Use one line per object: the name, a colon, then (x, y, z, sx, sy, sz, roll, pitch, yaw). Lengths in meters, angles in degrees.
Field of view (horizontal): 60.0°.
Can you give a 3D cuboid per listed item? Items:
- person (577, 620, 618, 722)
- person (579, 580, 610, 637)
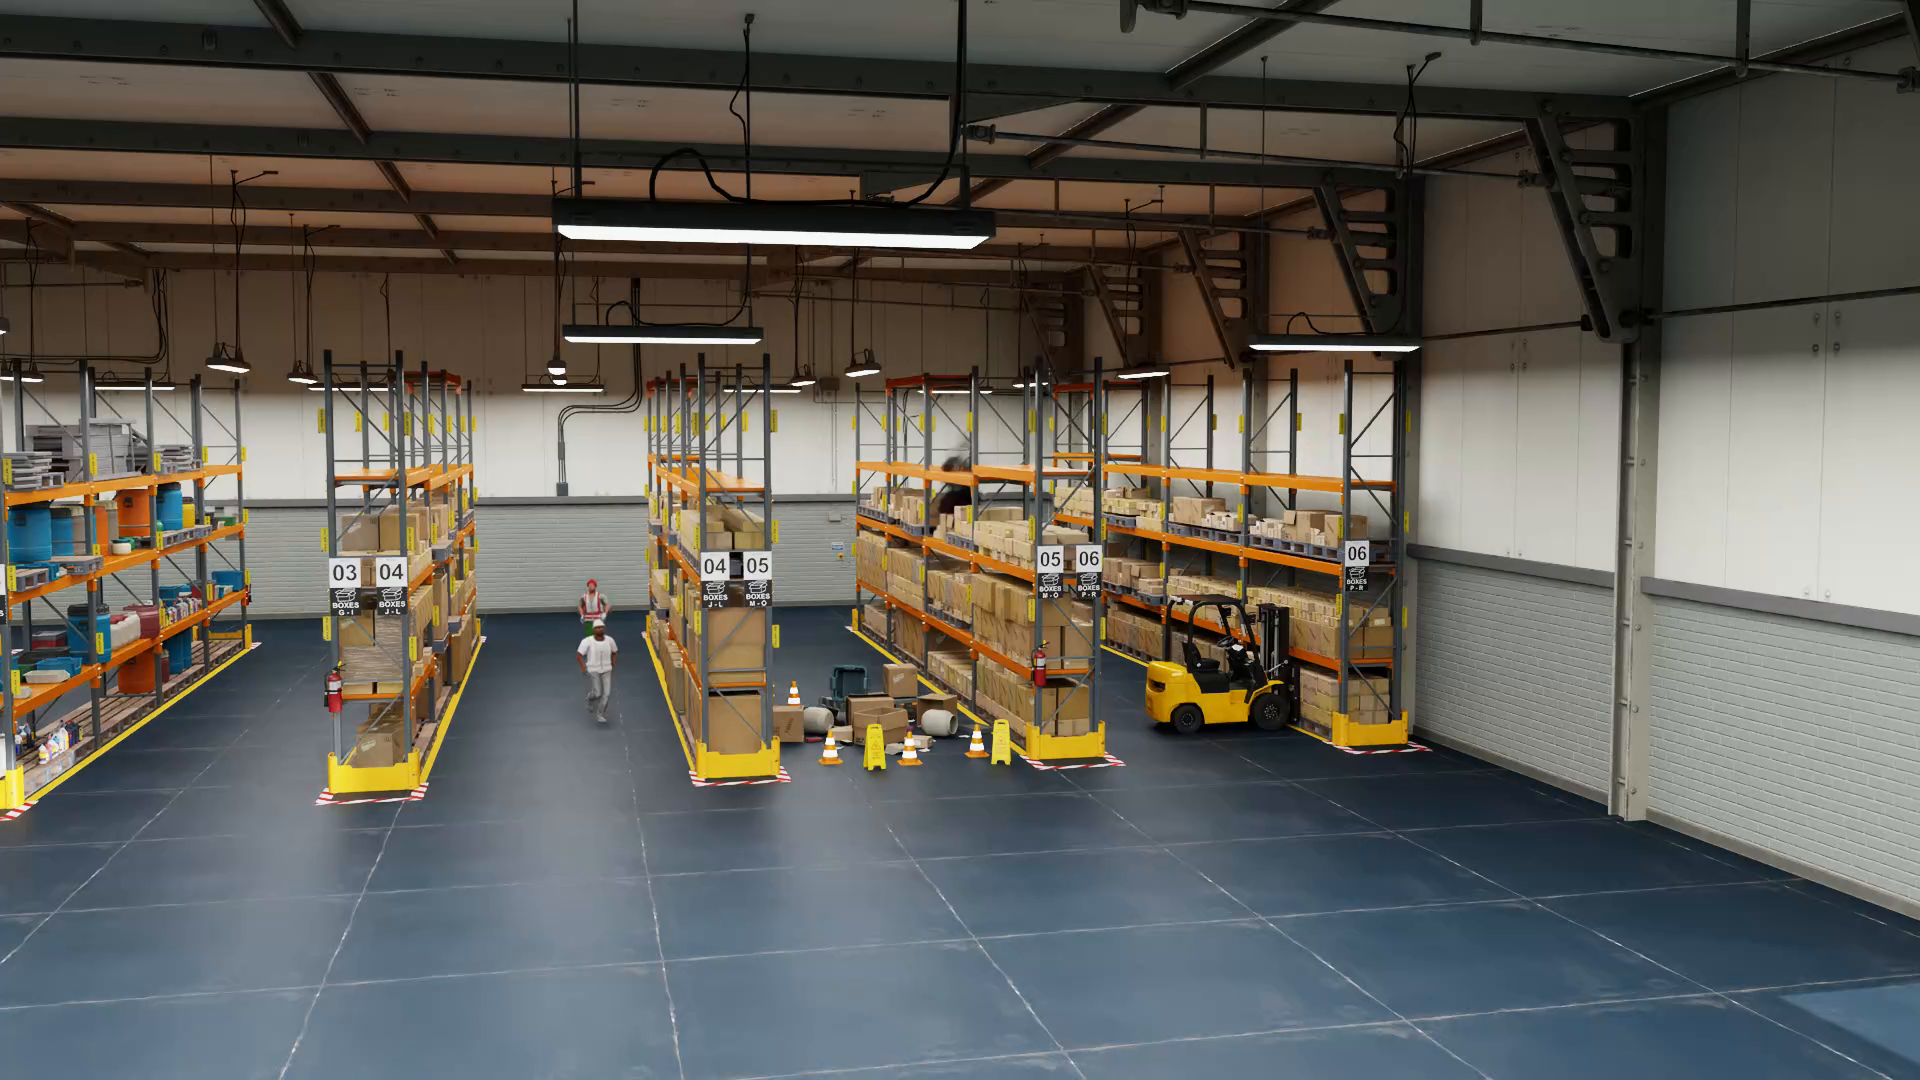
person: (-6.088, 2.198, 28.019, 0.690, 1.721, 0.589, -2, 5, -29)
person: (-7.690, 1.705, 34.939, 0.651, 1.756, 0.619, 0, 4, -4)
